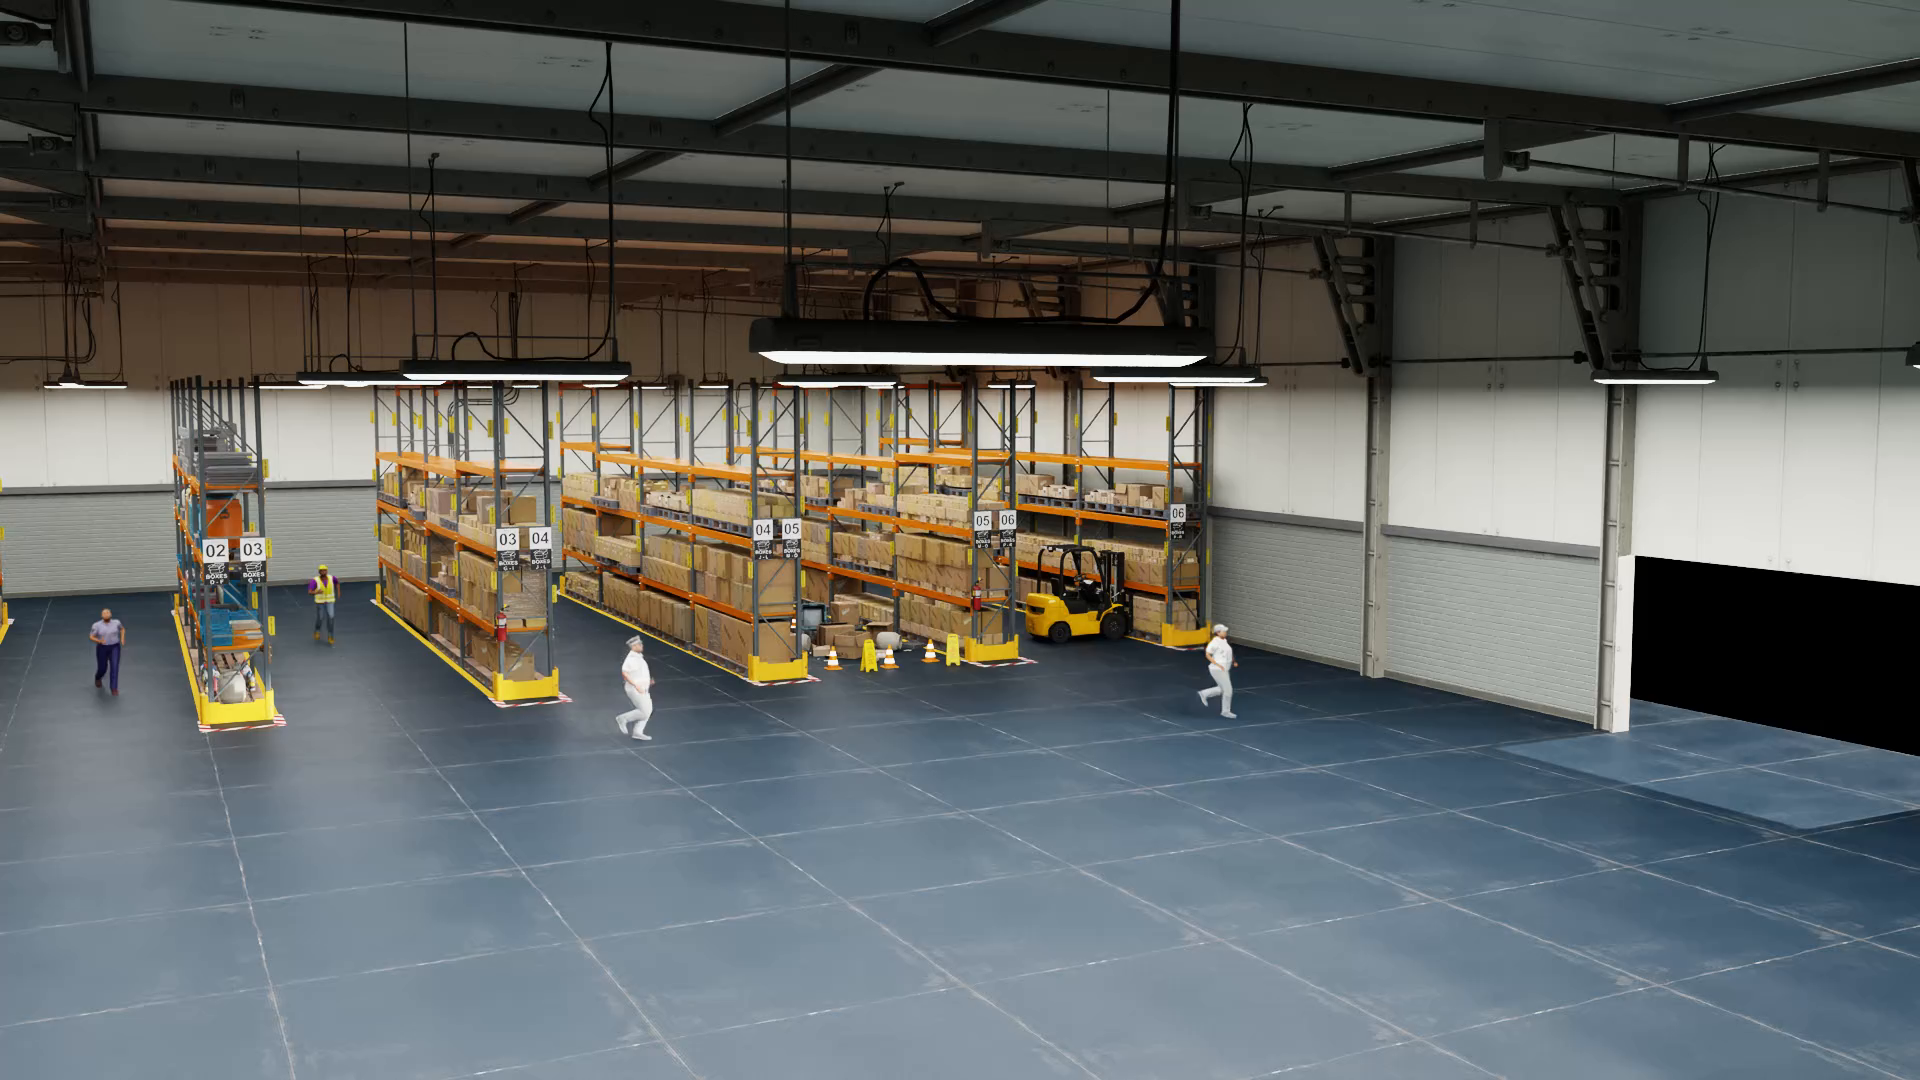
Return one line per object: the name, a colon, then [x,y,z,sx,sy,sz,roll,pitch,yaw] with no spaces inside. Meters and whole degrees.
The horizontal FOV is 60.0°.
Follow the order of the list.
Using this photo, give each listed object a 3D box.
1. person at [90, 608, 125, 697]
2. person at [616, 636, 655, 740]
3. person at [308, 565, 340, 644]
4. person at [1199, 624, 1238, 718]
person: [-16.197,2.108,31.590,0.589,1.655,0.914,-3,6,-33]
person: [-5.345,2.433,27.378,0.603,1.746,0.665,0,5,1]
person: [-14.570,1.454,38.128,0.710,1.811,0.913,-3,6,-29]
person: [4.558,2.313,29.435,0.745,1.640,0.607,3,6,26]
